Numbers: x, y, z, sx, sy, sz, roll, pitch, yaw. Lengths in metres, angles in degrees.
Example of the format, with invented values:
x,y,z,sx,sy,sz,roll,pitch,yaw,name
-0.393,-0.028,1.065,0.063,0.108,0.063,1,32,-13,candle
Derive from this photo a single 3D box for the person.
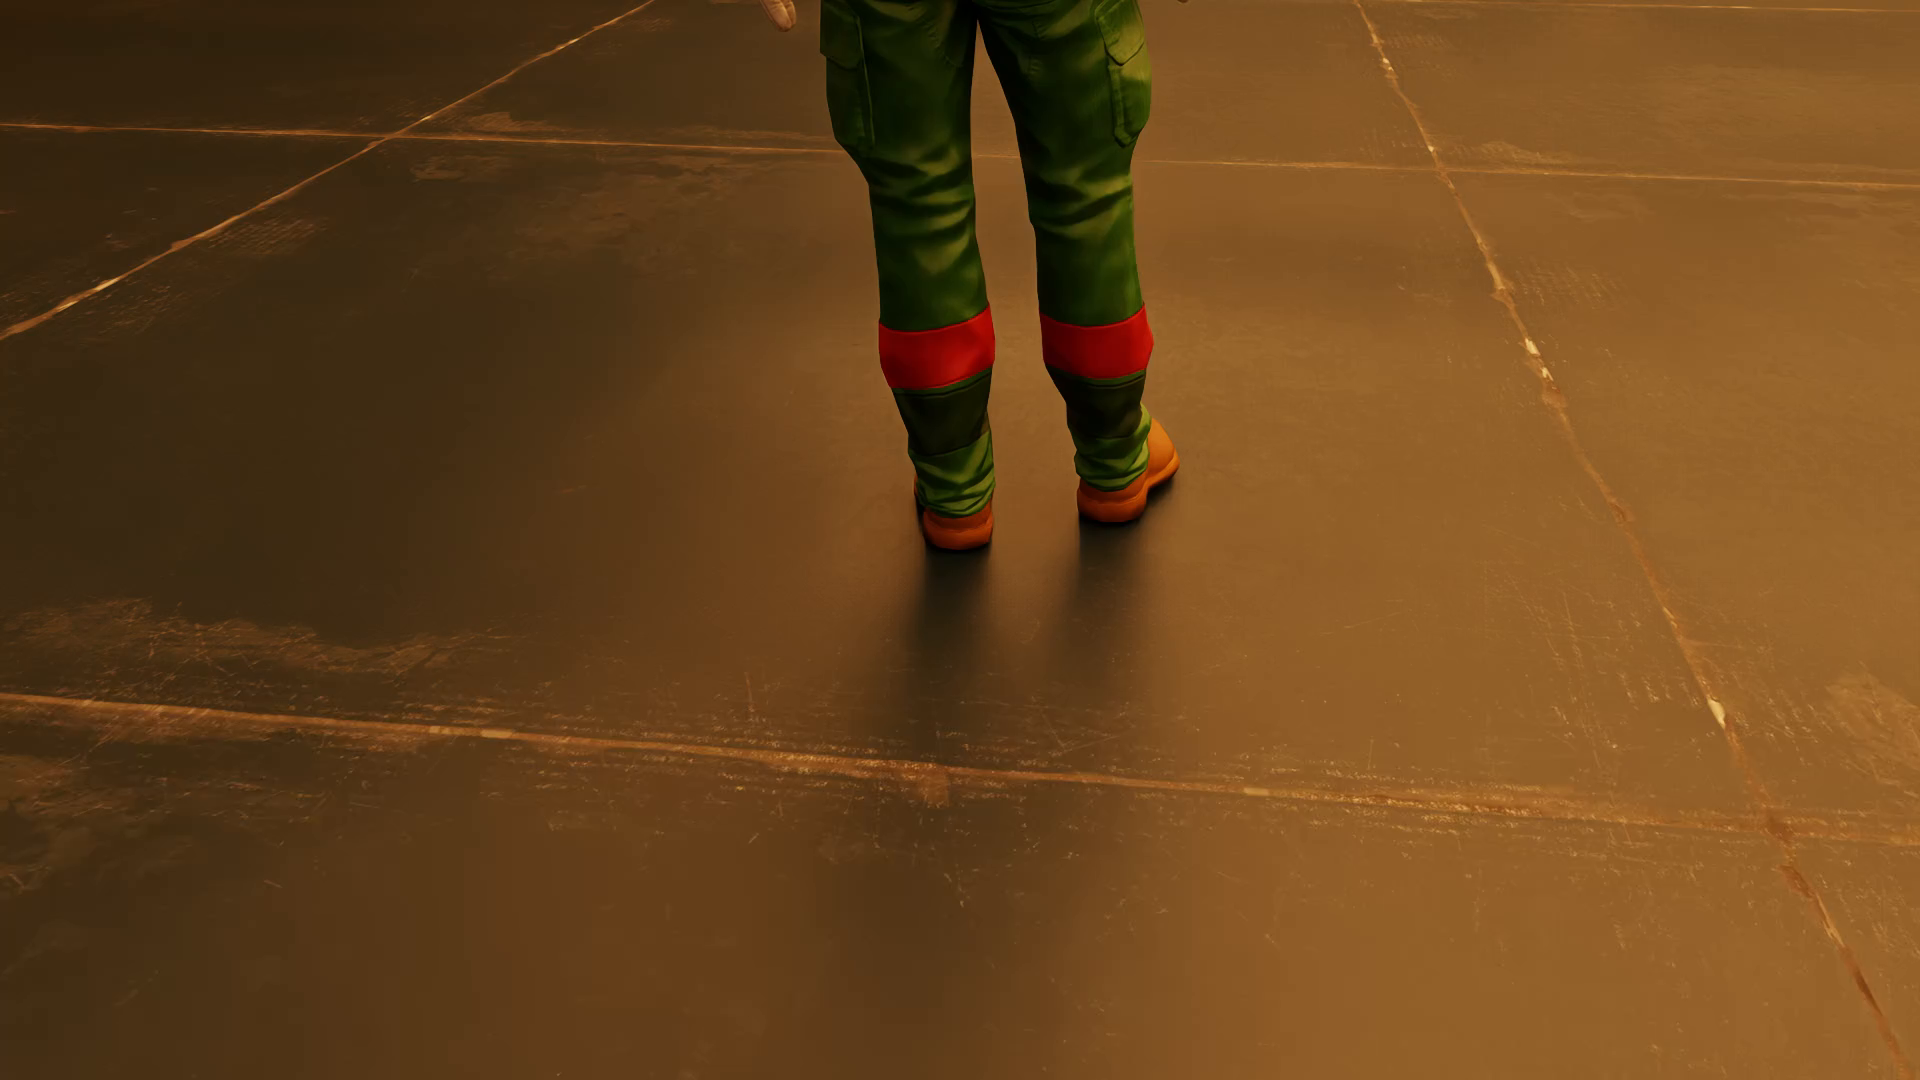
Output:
x,y,z,sx,sy,sz,roll,pitch,yaw,name
0.023,-0.842,2.167,0.637,1.787,0.564,3,27,7,person
